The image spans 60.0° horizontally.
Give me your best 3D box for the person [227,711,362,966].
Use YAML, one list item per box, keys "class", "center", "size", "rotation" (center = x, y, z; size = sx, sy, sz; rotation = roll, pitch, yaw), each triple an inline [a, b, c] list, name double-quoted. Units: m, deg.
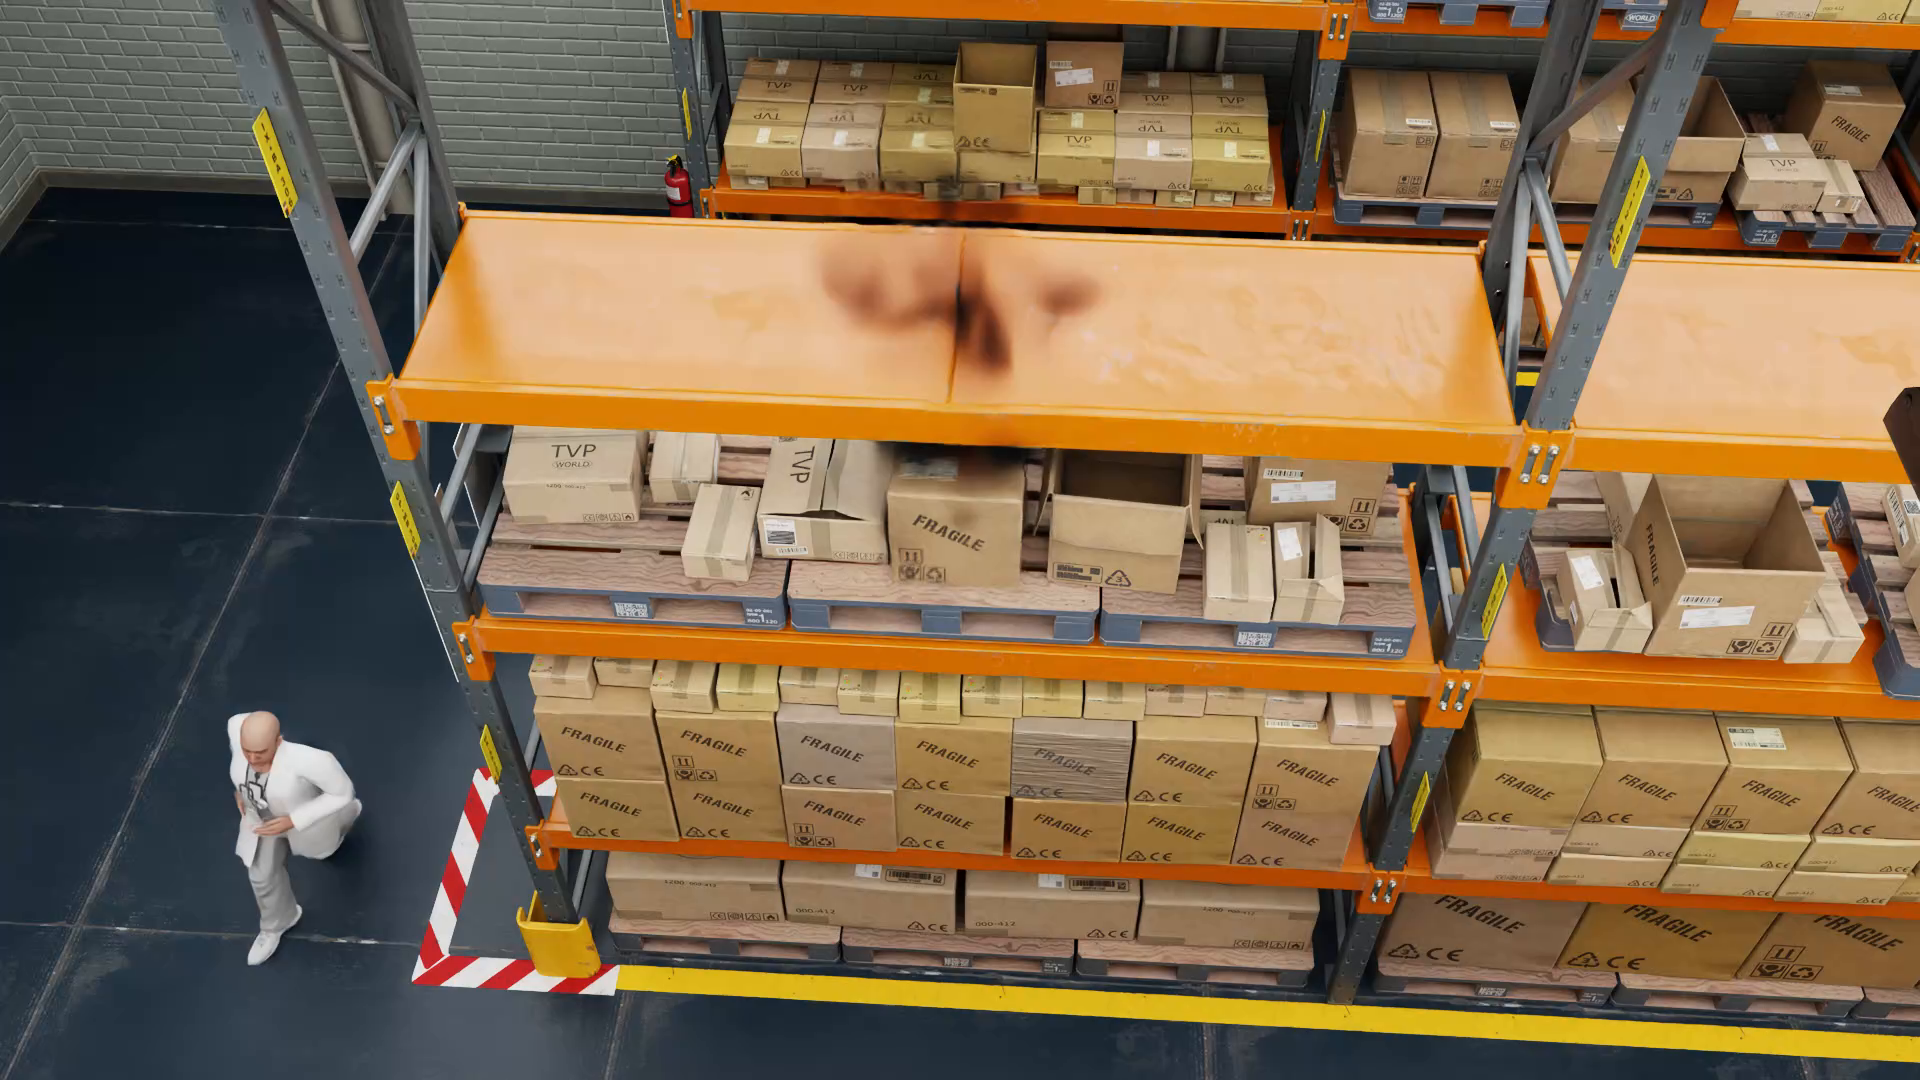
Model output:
- class: "person"
  center: [-3.294, 1.352, 8.352]
  size: [0.755, 1.774, 0.959]
  rotation: [8, 48, 8]
